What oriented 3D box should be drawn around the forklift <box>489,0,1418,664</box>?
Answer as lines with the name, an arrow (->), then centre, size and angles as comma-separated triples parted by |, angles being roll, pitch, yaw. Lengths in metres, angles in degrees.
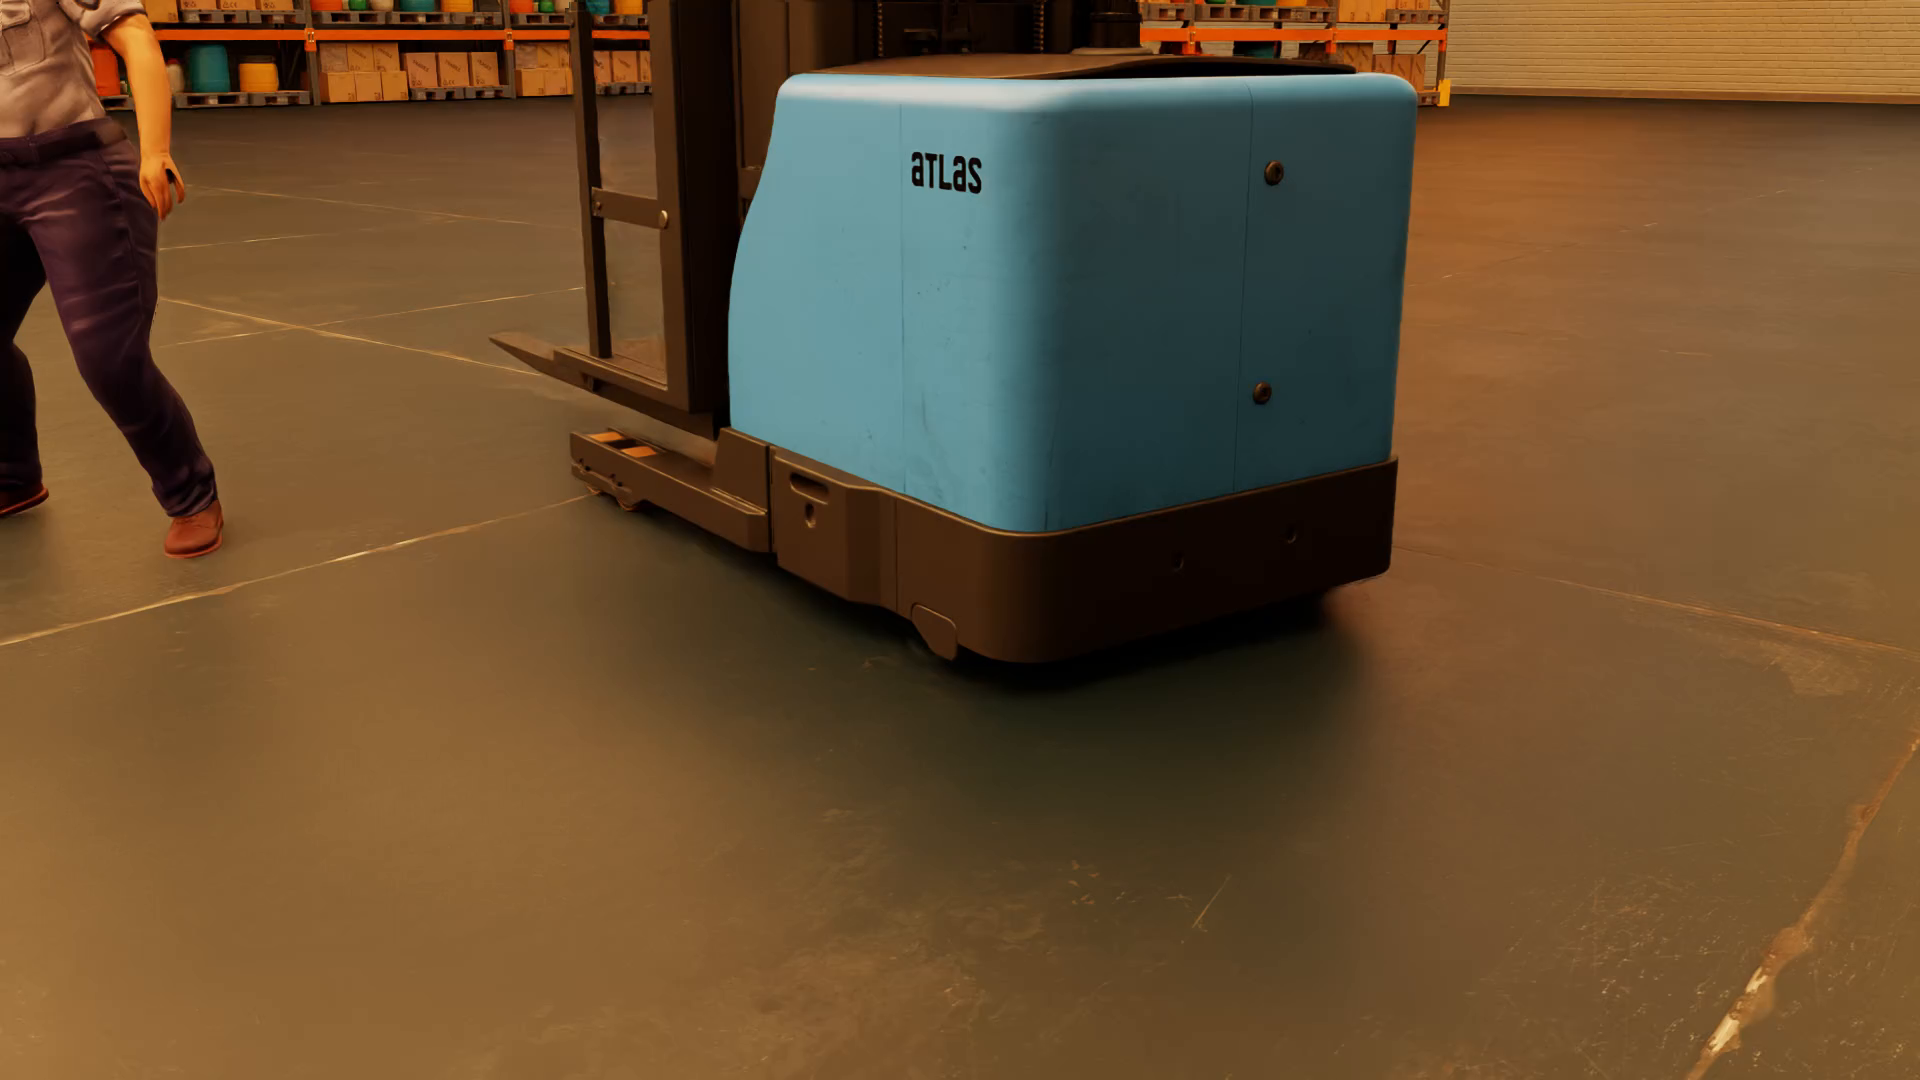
forklift -> -0.358, -1.546, 3.989 | 1.130, 2.935, 3.031 | -12, 21, -34

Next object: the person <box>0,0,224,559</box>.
person -> -2.091, -0.750, 3.741 | 0.929, 1.606, 0.387 | 5, 18, 17
